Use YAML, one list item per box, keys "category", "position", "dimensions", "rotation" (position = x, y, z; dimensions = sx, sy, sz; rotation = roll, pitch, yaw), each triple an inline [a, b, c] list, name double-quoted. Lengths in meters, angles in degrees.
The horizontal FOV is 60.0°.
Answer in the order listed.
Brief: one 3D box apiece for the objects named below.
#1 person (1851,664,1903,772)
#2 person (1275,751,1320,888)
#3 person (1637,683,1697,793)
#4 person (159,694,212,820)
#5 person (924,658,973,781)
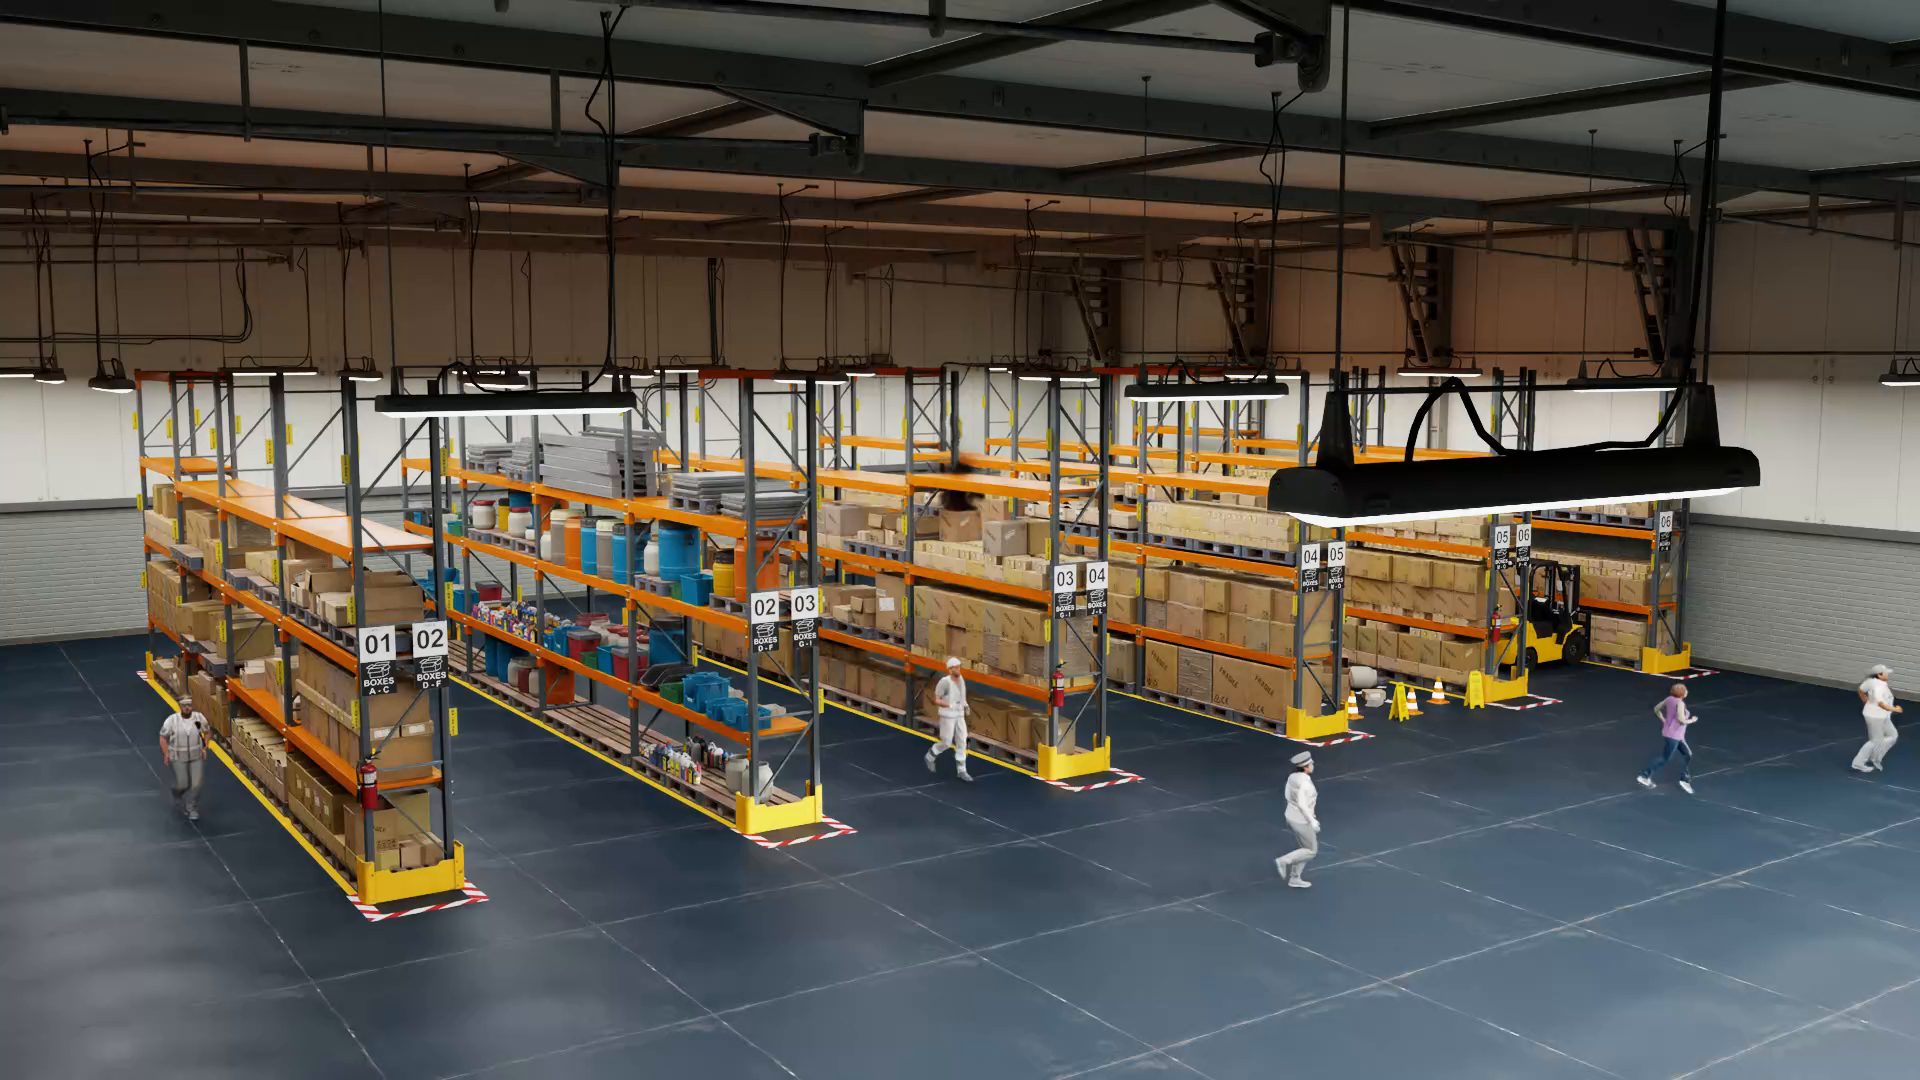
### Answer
- category: "person"
  position: [13.841, 2.695, 25.085]
  dimensions: [0.646, 1.666, 0.605]
  rotation: [2, 7, 19]
- category: "person"
  position: [3.979, 3.311, 19.660]
  dimensions: [0.581, 1.644, 0.605]
  rotation: [-1, 7, -9]
- category: "person"
  position: [10.176, 2.867, 23.881]
  dimensions: [0.807, 1.626, 0.512]
  rotation: [1, 7, 11]
- category: "person"
  position: [-10.541, 2.929, 22.656]
  dimensions: [0.640, 1.729, 0.631]
  rotation: [-4, 8, -34]
- category: "person"
  position: [-0.123, 2.628, 24.657]
  dimensions: [0.693, 1.791, 0.893]
  rotation: [-6, 9, -45]
